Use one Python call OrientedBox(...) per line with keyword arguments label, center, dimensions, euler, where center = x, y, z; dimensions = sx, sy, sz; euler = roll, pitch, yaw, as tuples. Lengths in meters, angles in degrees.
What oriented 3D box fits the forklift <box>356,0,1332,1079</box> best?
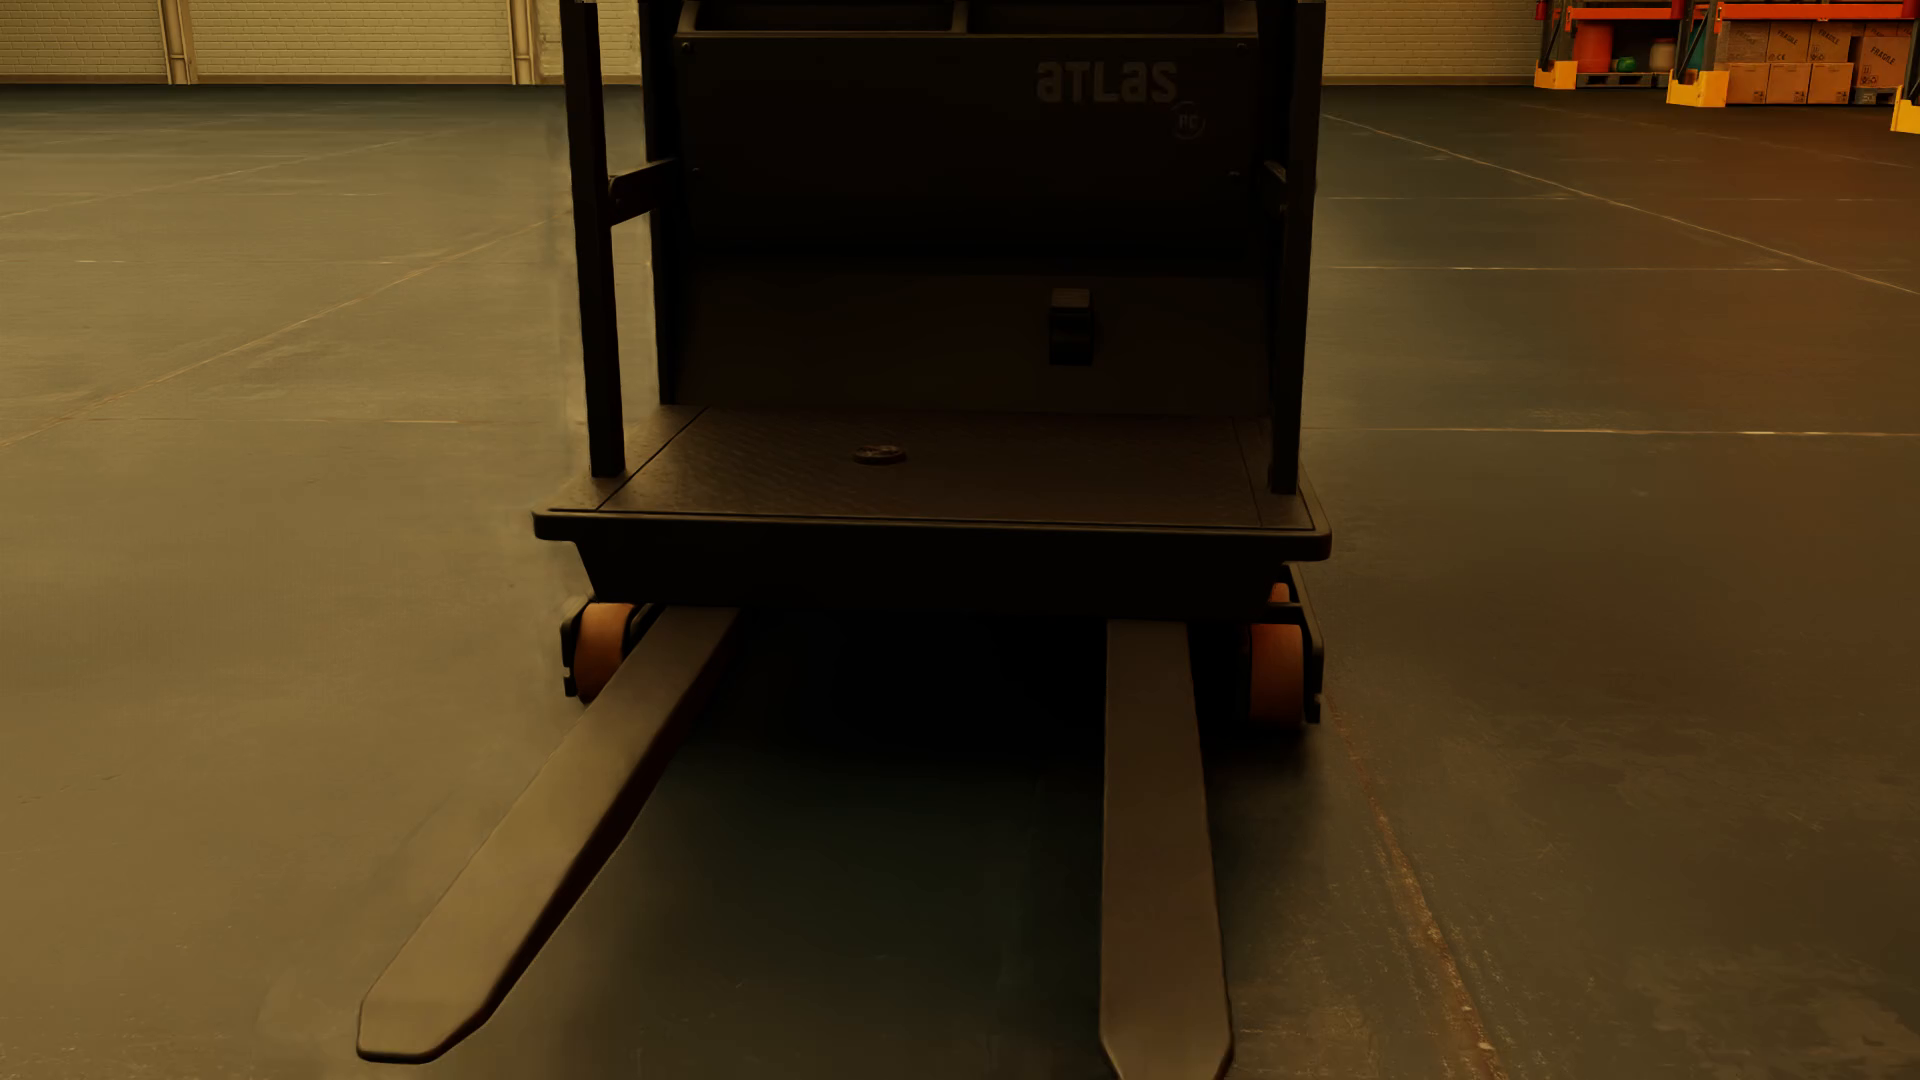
OrientedBox(label="forklift", center=(-0.008, -1.219, 2.355), dimensions=(1.130, 2.935, 3.031), euler=(2, 17, 5))
